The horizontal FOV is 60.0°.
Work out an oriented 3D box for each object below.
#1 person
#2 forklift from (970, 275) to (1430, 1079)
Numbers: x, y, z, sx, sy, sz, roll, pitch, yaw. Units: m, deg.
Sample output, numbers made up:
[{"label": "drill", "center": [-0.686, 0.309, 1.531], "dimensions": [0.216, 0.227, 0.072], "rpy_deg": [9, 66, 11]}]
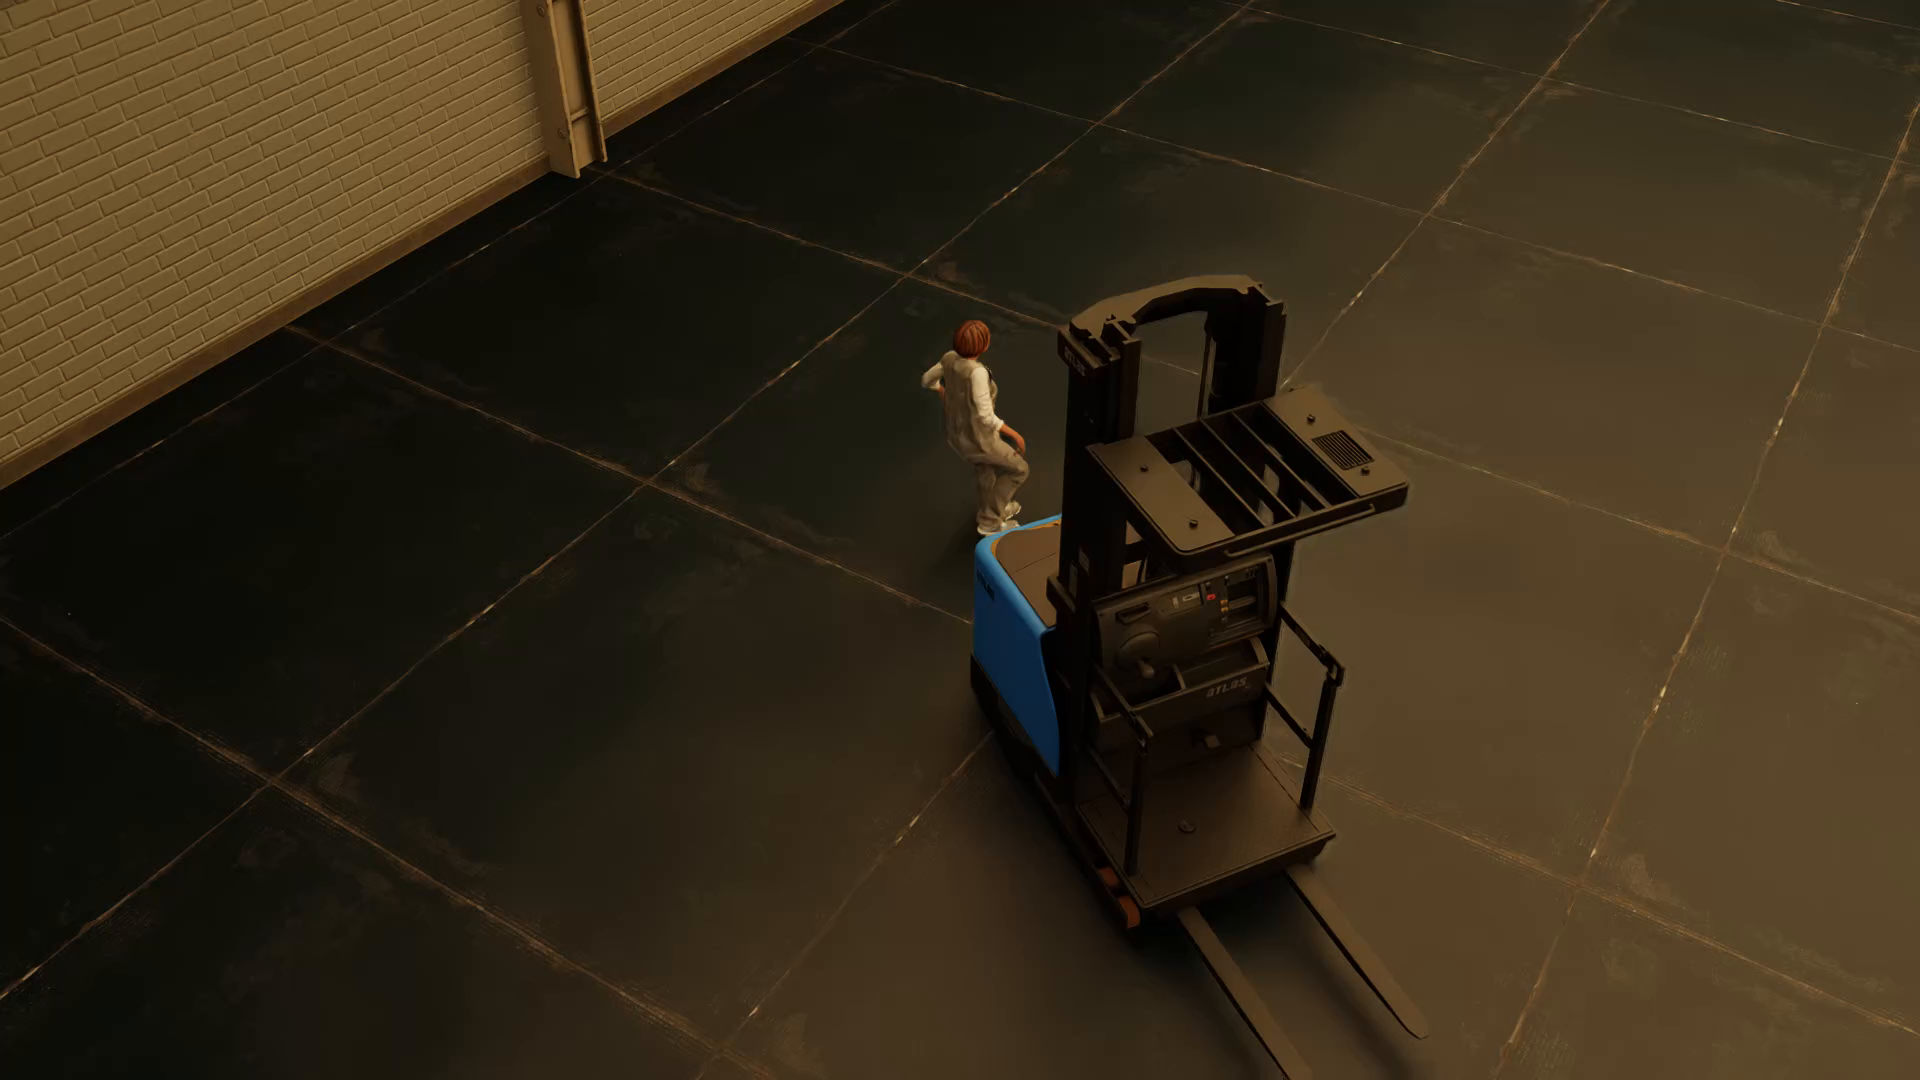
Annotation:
[{"label": "person", "center": [0.168, -0.643, 9.829], "dimensions": [0.581, 1.548, 0.766], "rpy_deg": [-19, 44, -21]}, {"label": "forklift", "center": [1.134, 0.431, 7.458], "dimensions": [1.130, 2.935, 3.031], "rpy_deg": [-17, 43, -19]}]
